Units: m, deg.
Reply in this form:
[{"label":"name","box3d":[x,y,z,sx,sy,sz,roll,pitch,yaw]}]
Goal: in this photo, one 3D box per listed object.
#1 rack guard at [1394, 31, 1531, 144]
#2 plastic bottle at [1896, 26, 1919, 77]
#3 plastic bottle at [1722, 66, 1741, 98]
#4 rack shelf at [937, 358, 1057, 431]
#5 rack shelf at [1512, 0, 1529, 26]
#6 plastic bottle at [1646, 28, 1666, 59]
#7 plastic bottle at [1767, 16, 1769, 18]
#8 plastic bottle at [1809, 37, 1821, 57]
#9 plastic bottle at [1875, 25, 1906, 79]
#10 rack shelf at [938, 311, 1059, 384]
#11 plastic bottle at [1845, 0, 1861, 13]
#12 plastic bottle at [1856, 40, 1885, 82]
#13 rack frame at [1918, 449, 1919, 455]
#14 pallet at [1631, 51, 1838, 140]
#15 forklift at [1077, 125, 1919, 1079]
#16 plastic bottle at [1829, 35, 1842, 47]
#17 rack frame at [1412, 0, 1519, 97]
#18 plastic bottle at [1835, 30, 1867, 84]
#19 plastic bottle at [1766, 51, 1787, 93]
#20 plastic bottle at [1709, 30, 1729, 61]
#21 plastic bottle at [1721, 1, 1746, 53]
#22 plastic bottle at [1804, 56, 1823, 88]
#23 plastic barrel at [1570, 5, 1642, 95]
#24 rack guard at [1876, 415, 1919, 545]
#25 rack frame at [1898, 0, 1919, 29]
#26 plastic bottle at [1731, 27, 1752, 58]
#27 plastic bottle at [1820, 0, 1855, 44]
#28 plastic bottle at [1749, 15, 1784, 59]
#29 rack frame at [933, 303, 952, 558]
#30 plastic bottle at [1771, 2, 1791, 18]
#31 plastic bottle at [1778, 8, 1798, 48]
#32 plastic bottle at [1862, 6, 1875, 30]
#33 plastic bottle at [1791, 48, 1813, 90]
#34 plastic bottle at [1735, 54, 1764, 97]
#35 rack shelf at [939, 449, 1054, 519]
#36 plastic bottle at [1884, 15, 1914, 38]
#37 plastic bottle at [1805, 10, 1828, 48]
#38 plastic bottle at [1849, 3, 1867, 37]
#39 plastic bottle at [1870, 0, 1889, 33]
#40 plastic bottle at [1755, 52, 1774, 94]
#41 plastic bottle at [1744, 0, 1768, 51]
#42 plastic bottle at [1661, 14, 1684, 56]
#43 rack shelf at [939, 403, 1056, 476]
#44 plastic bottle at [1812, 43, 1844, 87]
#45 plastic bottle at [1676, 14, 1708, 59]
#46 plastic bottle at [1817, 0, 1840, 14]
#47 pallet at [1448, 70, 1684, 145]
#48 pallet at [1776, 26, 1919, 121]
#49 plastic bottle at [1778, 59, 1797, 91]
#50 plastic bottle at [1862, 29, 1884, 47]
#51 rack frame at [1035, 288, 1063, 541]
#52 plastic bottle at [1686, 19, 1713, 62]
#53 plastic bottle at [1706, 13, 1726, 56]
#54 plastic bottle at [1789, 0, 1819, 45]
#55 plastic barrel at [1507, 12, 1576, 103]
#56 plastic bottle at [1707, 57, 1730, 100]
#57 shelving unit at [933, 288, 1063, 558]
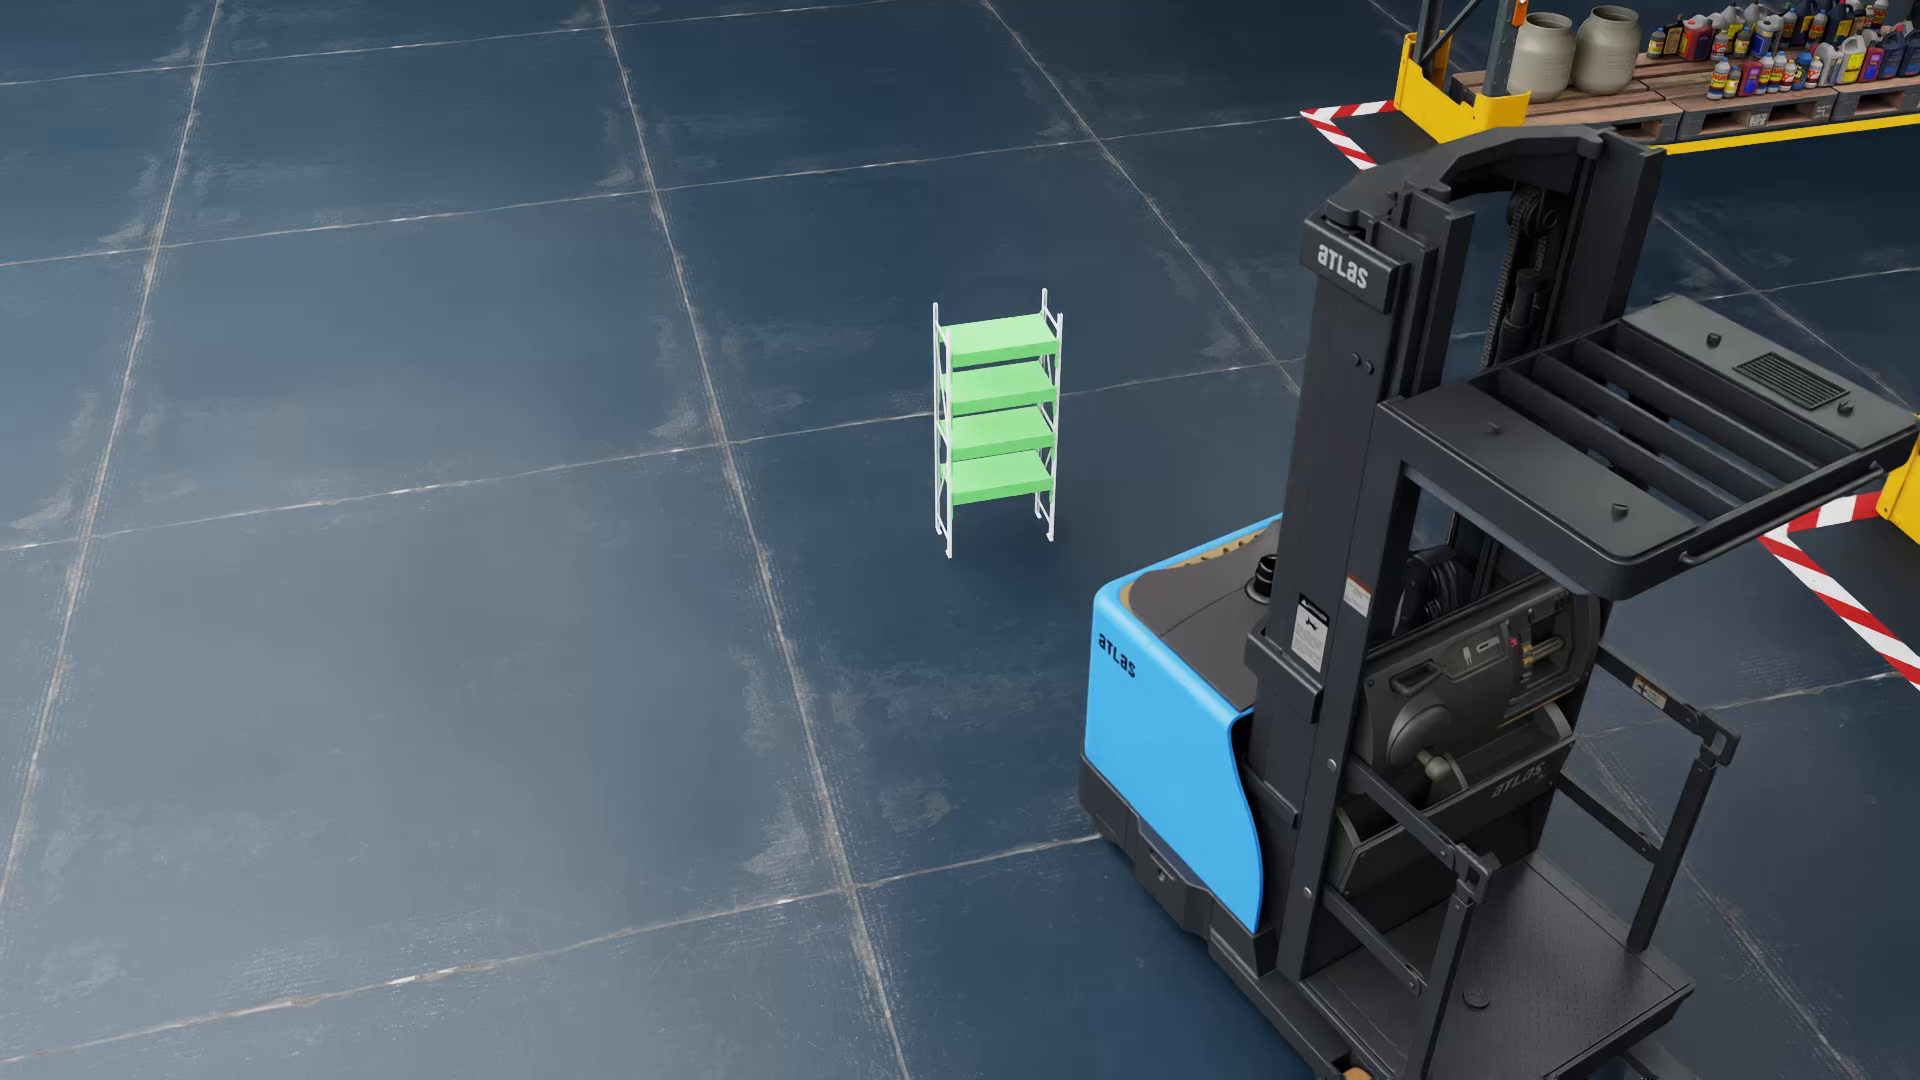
[{"label":"rack guard","box3d":[3.372,-2.981,11.236,0.348,0.500,1.175,-9,38,-12]},{"label":"plastic bottle","box3d":[6.626,-3.420,11.570,0.185,0.351,0.144,-10,39,-13]},{"label":"plastic bottle","box3d":[5.242,-3.119,11.299,0.097,0.201,0.097,0,37,0]},{"label":"rack shelf","box3d":[0.160,-0.643,7.313,0.480,0.148,0.258,-9,38,-12]},{"label":"rack shelf","box3d":[5.241,-3.966,11.057,4.000,0.370,1.077,-9,38,-12]},{"label":"plastic bottle","box3d":[4.969,-3.546,11.858,0.097,0.201,0.097,0,37,0]},{"label":"plastic bottle","box3d":[5.823,-3.686,12.041,0.097,0.201,0.097,0,37,0]},{"label":"plastic bottle","box3d":[5.942,-3.350,11.535,0.133,0.283,0.061,-9,38,-12]},{"label":"plastic bottle","box3d":[6.440,-3.389,11.530,0.185,0.351,0.144,-11,39,-14]},{"label":"rack shelf","box3d":[0.160,-0.833,7.167,0.480,0.148,0.258,-9,38,-12]},{"label":"plastic bottle","box3d":[6.445,-3.801,12.129,0.135,0.276,0.152,-8,38,-10]},{"label":"plastic bottle","box3d":[6.294,-3.312,11.485,0.133,0.283,0.061,-7,38,-9]},{"label":"rack frame","box3d":[4.602,-1.029,6.627,0.127,3.000,1.000,-9,38,-12]},{"label":"pallet","box3d":[5.333,-3.183,11.738,1.213,0.211,1.003,-9,38,-12]},{"label":"forklift","box3d":[1.648,0.465,4.730,1.130,2.935,3.031,-20,42,-25]},{"label":"plastic bottle","box3d":[6.077,-3.368,11.557,0.133,0.283,0.061,-9,38,-12]},{"label":"rack frame","box3d":[3.311,-3.935,10.425,0.127,3.000,1.000,-9,38,-12]},{"label":"plastic bottle","box3d":[6.129,-3.338,11.463,0.185,0.351,0.144,-10,38,-12]},{"label":"plastic bottle","box3d":[5.570,-3.200,11.348,0.097,0.271,0.097,0,37,0]},{"label":"plastic bottle","box3d":[5.404,-3.522,11.826,0.097,0.201,0.097,0,37,0]},{"label":"plastic bottle","box3d":[5.513,-3.680,11.910,0.185,0.351,0.144,-8,38,-10]},{"label":"plastic bottle","box3d":[5.864,-3.221,11.433,0.097,0.201,0.097,0,37,0]},{"label":"plastic barrel","box3d":[4.410,-3.342,11.352,0.421,0.512,0.421,0,37,0]},{"label":"rack guard","box3d":[4.675,-0.049,7.402,0.348,0.500,1.175,-9,38,-12]},{"label":"rack frame","box3d":[7.172,-4.568,11.253,0.127,3.000,1.000,-9,38,-12]},{"label":"plastic bottle","box3d":[5.586,-3.557,11.871,0.097,0.201,0.097,0,37,0]},{"label":"plastic bottle","box3d":[6.322,-3.722,11.965,0.185,0.351,0.144,-9,38,-12]},{"label":"plastic bottle","box3d":[5.755,-3.597,11.862,0.135,0.276,0.152,-9,38,-12]},{"label":"rack frame","box3d":[-0.076,-0.464,7.369,0.015,1.200,0.240,-9,38,-12]},{"label":"plastic bottle","box3d":[5.932,-3.748,12.054,0.133,0.283,0.061,-8,38,-10]},{"label":"plastic bottle","box3d":[5.970,-3.700,12.001,0.097,0.271,0.097,0,37,0]},{"label":"plastic bottle","box3d":[6.652,-3.822,12.219,0.097,0.201,0.097,0,37,0]},{"label":"plastic bottle","box3d":[5.765,-3.232,11.390,0.097,0.271,0.097,0,37,0]},{"label":"plastic bottle","box3d":[5.365,-3.160,11.286,0.133,0.283,0.061,-9,38,-11]},{"label":"rack shelf","box3d":[0.160,-0.261,7.604,0.480,0.148,0.258,-9,38,-12]},{"label":"plastic bottle","box3d":[6.588,-3.504,11.680,0.185,0.351,0.144,-9,38,-12]},{"label":"plastic bottle","box3d":[6.176,-3.681,11.977,0.097,0.271,0.097,0,37,0]},{"label":"plastic bottle","box3d":[6.474,-3.741,12.045,0.133,0.283,0.061,-9,38,-12]},{"label":"plastic bottle","box3d":[6.750,-3.866,12.219,0.097,0.271,0.097,0,37,0]},{"label":"plastic bottle","box3d":[5.473,-3.184,11.328,0.097,0.271,0.097,0,37,0]},{"label":"plastic bottle","box3d":[5.692,-3.709,11.948,0.185,0.351,0.144,-10,38,-12]},{"label":"plastic bottle","box3d":[5.077,-3.608,11.871,0.133,0.283,0.061,-8,38,-11]},{"label":"rack shelf","box3d":[0.160,-0.452,7.459,0.480,0.148,0.258,-9,38,-12]},{"label":"plastic bottle","box3d":[5.971,-3.285,11.455,0.135,0.276,0.152,-9,38,-11]},{"label":"plastic bottle","box3d":[5.220,-3.599,11.866,0.135,0.276,0.152,-9,38,-12]},{"label":"plastic bottle","box3d":[6.285,-3.806,12.075,0.185,0.351,0.144,-8,38,-11]},{"label":"pallet","box3d":[4.157,-2.992,11.488,1.213,0.211,1.003,-9,38,-12]},{"label":"pallet","box3d":[6.513,-3.379,11.993,1.213,0.211,1.003,-9,38,-12]},{"label":"plastic bottle","box3d":[5.665,-3.188,11.390,0.097,0.201,0.097,0,37,0]},{"label":"plastic bottle","box3d":[6.377,-3.443,11.661,0.135,0.276,0.152,-9,38,-12]},{"label":"rack frame","box3d":[0.395,-0.541,7.470,0.015,1.200,0.240,-9,38,-12]},{"label":"plastic bottle","box3d":[5.248,-3.540,11.783,0.133,0.283,0.061,-9,38,-12]},{"label":"plastic bottle","box3d":[5.354,-3.621,11.895,0.135,0.276,0.152,-10,39,-13]},{"label":"plastic bottle","box3d":[6.103,-3.777,12.036,0.185,0.351,0.144,-11,39,-14]},{"label":"plastic barrel","box3d":[3.926,-3.262,11.248,0.421,0.512,0.421,0,37,0]},{"label":"plastic bottle","box3d":[5.142,-3.130,11.257,0.097,0.271,0.097,0,37,0]},{"label":"shelving unit","box3d":[0.160,-0.503,7.420,0.503,1.200,0.258,-9,38,-12]}]
